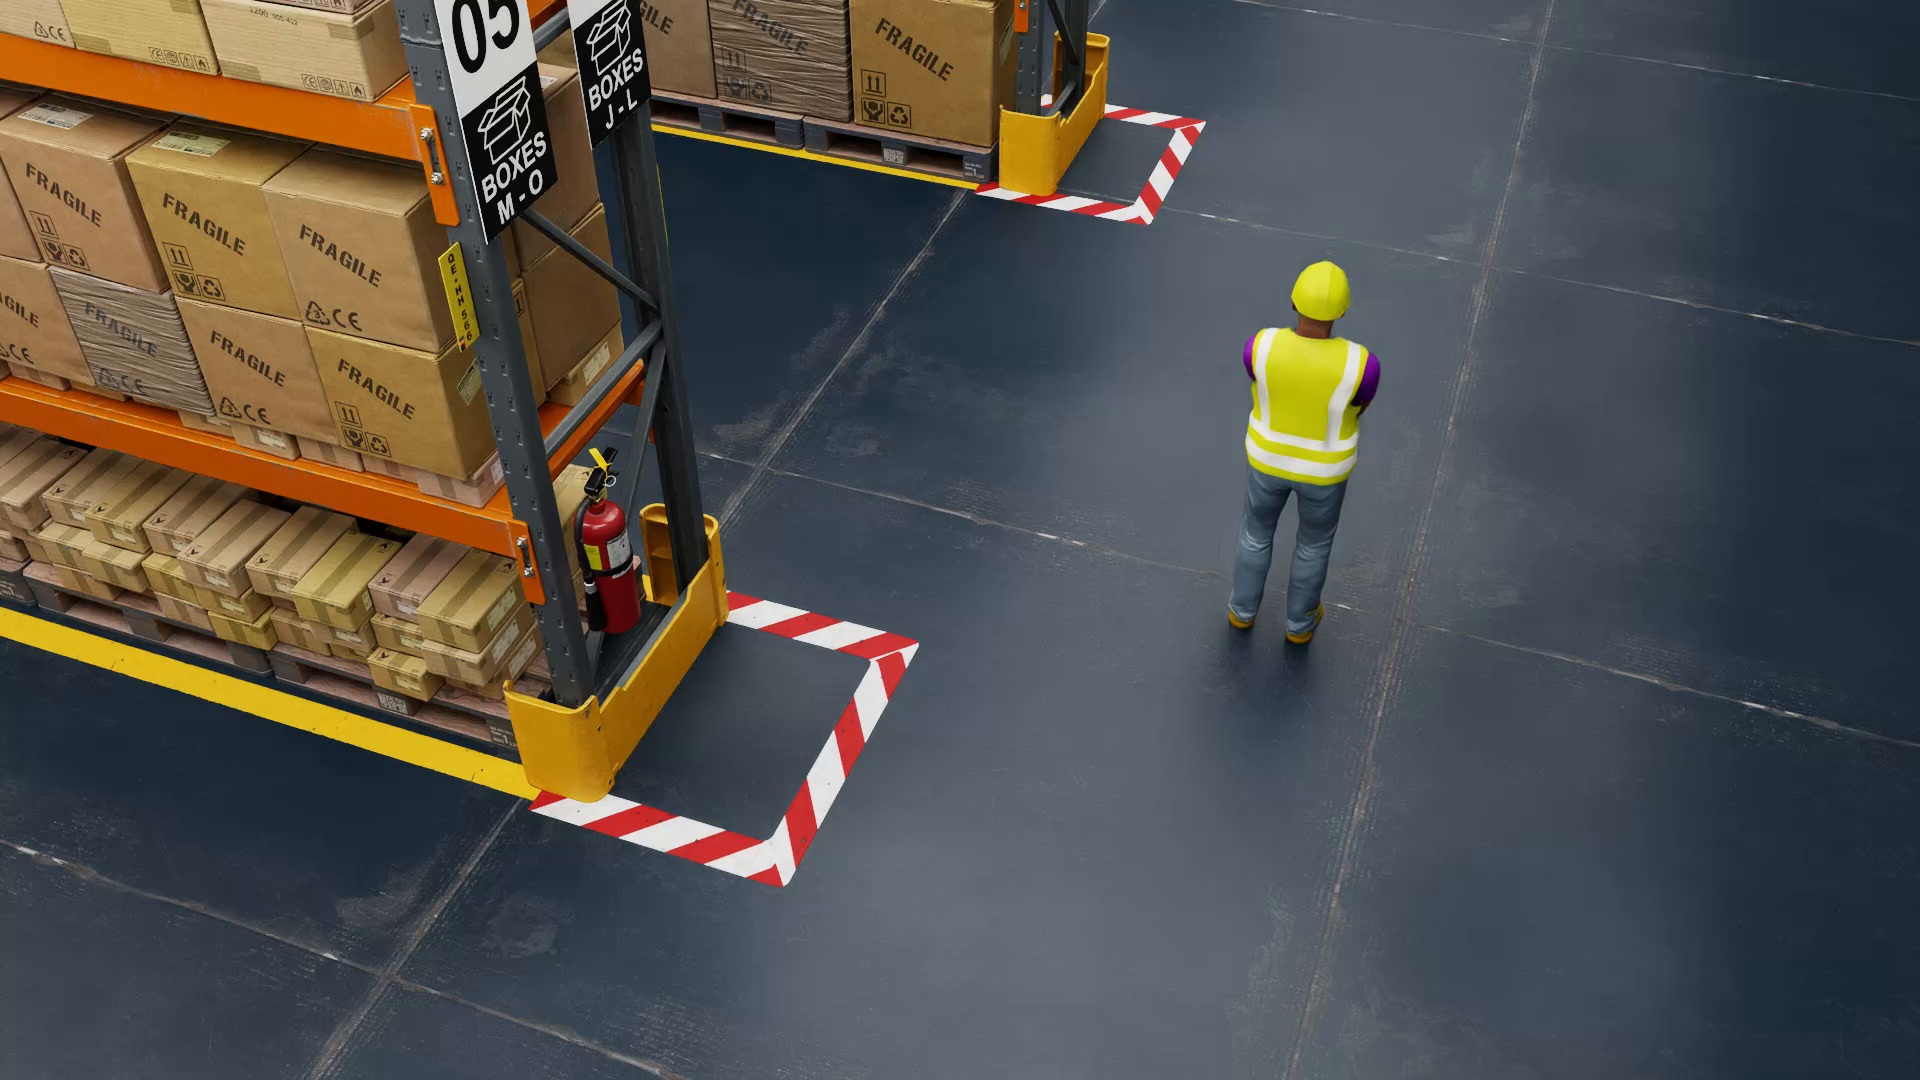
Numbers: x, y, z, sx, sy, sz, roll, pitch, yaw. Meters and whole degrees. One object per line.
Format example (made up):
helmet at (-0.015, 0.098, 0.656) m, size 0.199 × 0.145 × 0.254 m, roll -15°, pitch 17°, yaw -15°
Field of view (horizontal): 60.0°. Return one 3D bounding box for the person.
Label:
person at (1.352, -0.386, 6.582) m, size 0.505 × 1.763 × 0.559 m, roll 14°, pitch 43°, yaw 15°
